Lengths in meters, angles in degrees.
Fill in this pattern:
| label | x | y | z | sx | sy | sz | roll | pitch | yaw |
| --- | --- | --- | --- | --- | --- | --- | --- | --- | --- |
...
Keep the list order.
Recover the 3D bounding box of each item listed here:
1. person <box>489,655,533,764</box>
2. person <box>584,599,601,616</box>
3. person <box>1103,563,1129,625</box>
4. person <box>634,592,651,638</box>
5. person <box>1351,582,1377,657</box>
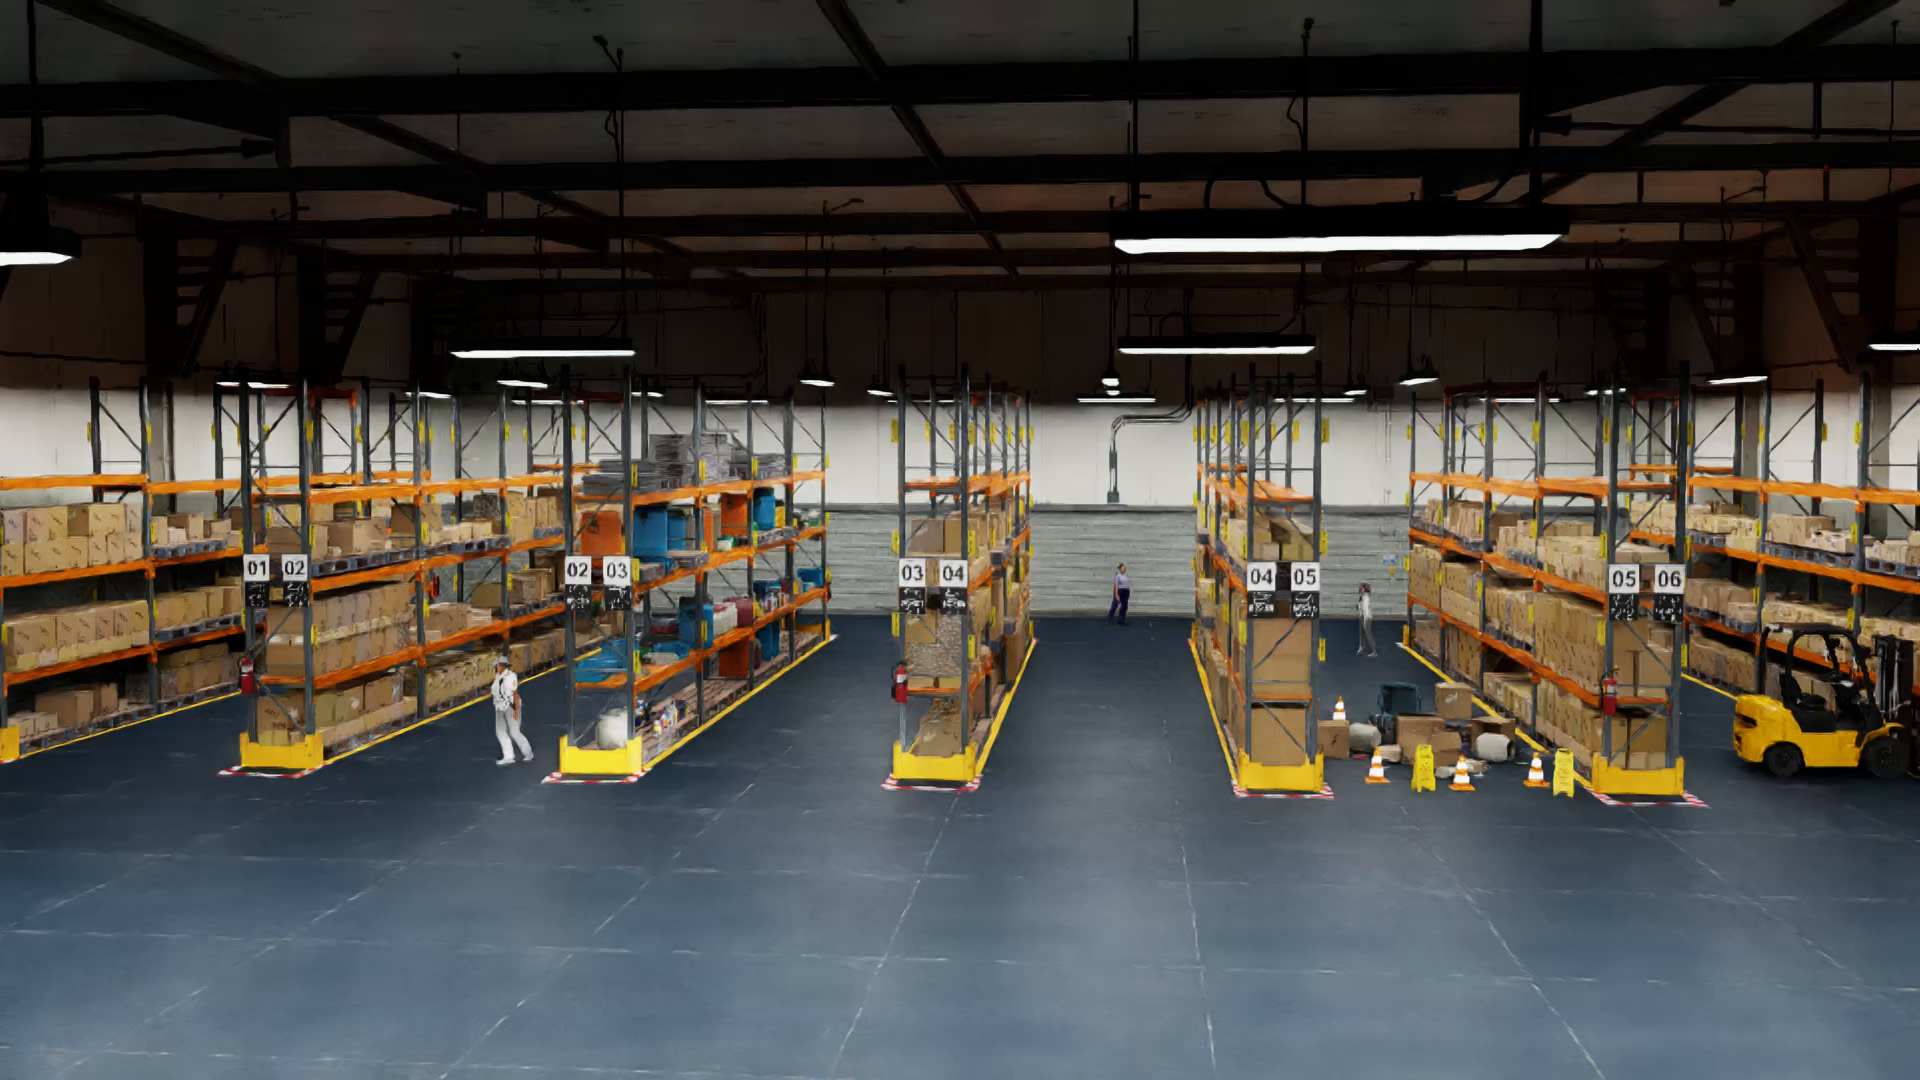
| label | x | y | z | sx | sy | sz | roll | pitch | yaw |
| --- | --- | --- | --- | --- | --- | --- | --- | --- | --- |
| person | -6.798 | 2.565 | 25.231 | 0.549 | 1.649 | 0.592 | 4 | 5 | 44 |
| person | -9.388 | 1.385 | 42.361 | 0.463 | 1.778 | 0.701 | 2 | 4 | 32 |
| person | 4.073 | 1.412 | 43.320 | 0.680 | 1.642 | 0.496 | -3 | 5 | -41 |
| person | -7.098 | 1.876 | 36.823 | 0.566 | 1.541 | 0.519 | 0 | 4 | 3 |
| person | 9.062 | 1.770 | 37.268 | 0.546 | 1.663 | 0.654 | 1 | 4 | 11 |
